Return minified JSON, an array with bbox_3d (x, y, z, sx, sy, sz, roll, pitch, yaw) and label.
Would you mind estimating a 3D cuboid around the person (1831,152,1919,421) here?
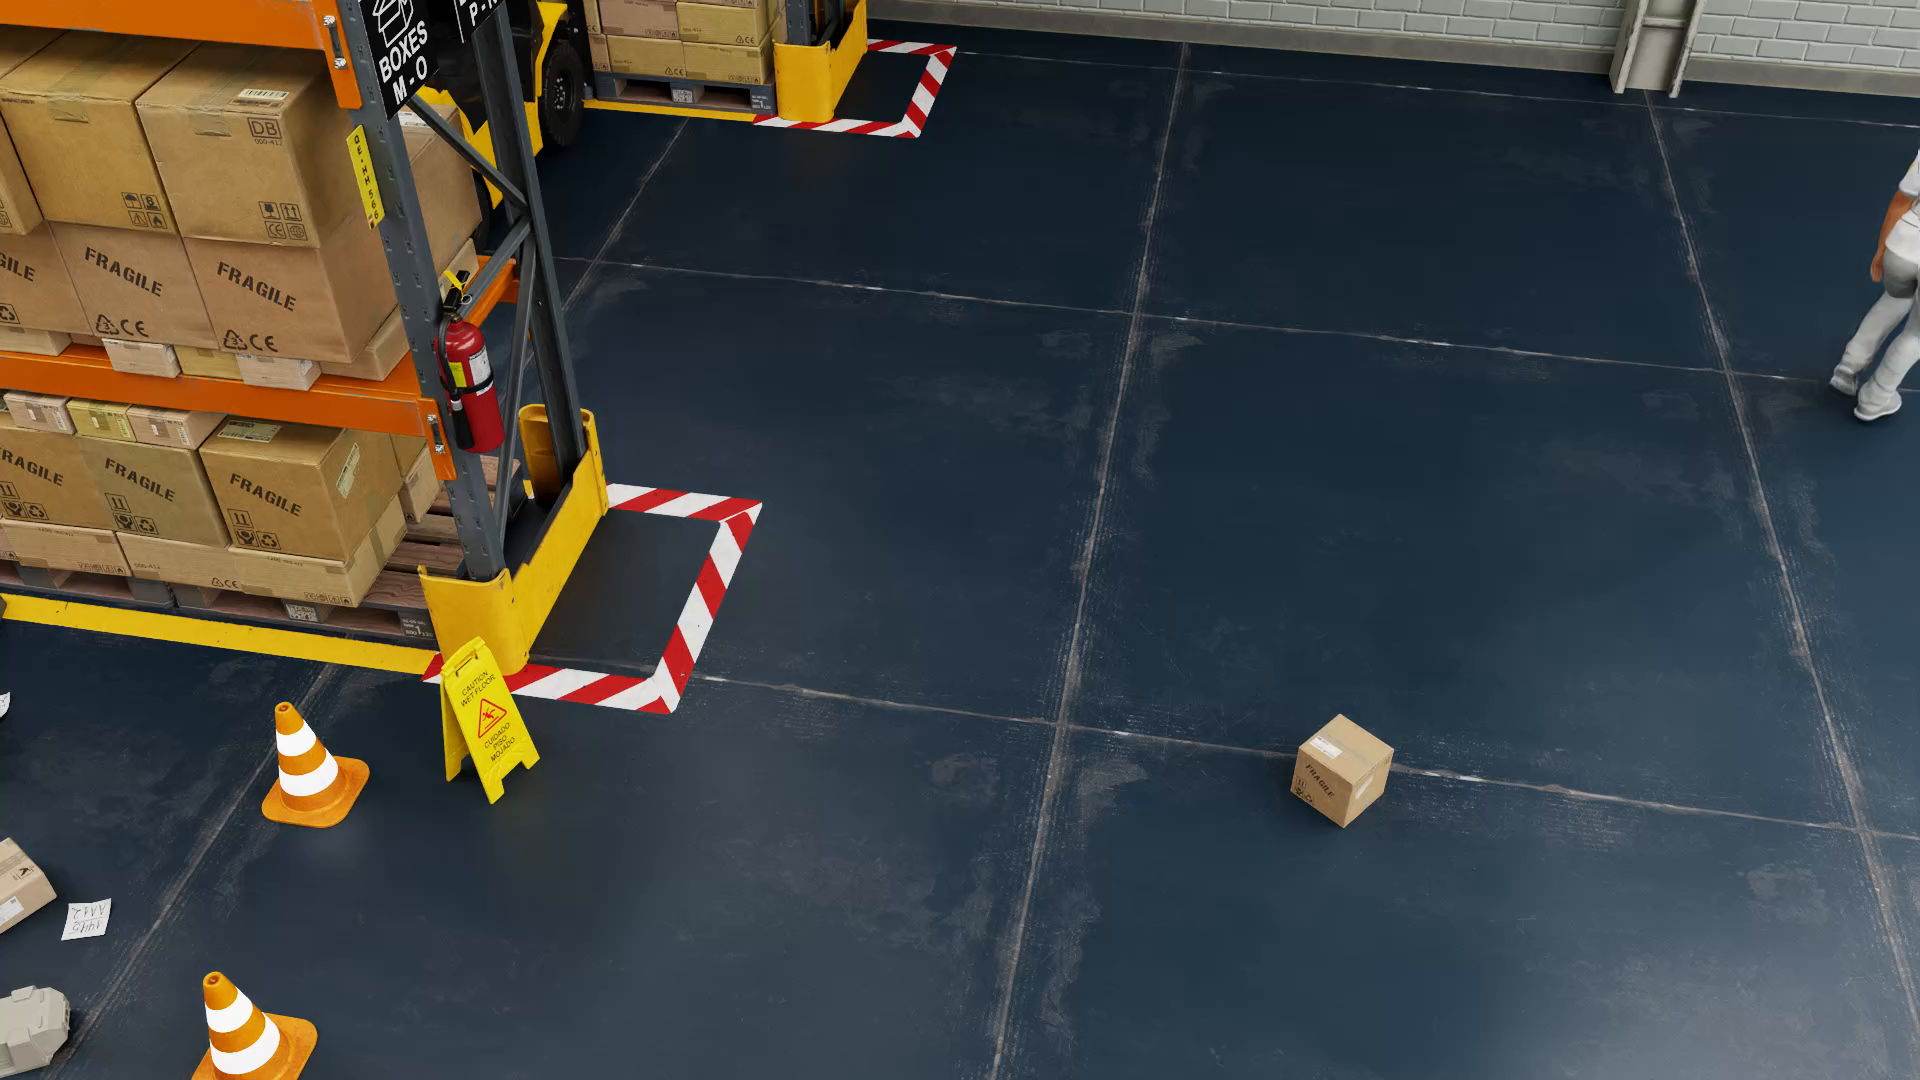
[{"bbox_3d":[4.487,-1.290,7.635,0.458,1.673,0.473,-23,46,-25],"label":"person"}]
